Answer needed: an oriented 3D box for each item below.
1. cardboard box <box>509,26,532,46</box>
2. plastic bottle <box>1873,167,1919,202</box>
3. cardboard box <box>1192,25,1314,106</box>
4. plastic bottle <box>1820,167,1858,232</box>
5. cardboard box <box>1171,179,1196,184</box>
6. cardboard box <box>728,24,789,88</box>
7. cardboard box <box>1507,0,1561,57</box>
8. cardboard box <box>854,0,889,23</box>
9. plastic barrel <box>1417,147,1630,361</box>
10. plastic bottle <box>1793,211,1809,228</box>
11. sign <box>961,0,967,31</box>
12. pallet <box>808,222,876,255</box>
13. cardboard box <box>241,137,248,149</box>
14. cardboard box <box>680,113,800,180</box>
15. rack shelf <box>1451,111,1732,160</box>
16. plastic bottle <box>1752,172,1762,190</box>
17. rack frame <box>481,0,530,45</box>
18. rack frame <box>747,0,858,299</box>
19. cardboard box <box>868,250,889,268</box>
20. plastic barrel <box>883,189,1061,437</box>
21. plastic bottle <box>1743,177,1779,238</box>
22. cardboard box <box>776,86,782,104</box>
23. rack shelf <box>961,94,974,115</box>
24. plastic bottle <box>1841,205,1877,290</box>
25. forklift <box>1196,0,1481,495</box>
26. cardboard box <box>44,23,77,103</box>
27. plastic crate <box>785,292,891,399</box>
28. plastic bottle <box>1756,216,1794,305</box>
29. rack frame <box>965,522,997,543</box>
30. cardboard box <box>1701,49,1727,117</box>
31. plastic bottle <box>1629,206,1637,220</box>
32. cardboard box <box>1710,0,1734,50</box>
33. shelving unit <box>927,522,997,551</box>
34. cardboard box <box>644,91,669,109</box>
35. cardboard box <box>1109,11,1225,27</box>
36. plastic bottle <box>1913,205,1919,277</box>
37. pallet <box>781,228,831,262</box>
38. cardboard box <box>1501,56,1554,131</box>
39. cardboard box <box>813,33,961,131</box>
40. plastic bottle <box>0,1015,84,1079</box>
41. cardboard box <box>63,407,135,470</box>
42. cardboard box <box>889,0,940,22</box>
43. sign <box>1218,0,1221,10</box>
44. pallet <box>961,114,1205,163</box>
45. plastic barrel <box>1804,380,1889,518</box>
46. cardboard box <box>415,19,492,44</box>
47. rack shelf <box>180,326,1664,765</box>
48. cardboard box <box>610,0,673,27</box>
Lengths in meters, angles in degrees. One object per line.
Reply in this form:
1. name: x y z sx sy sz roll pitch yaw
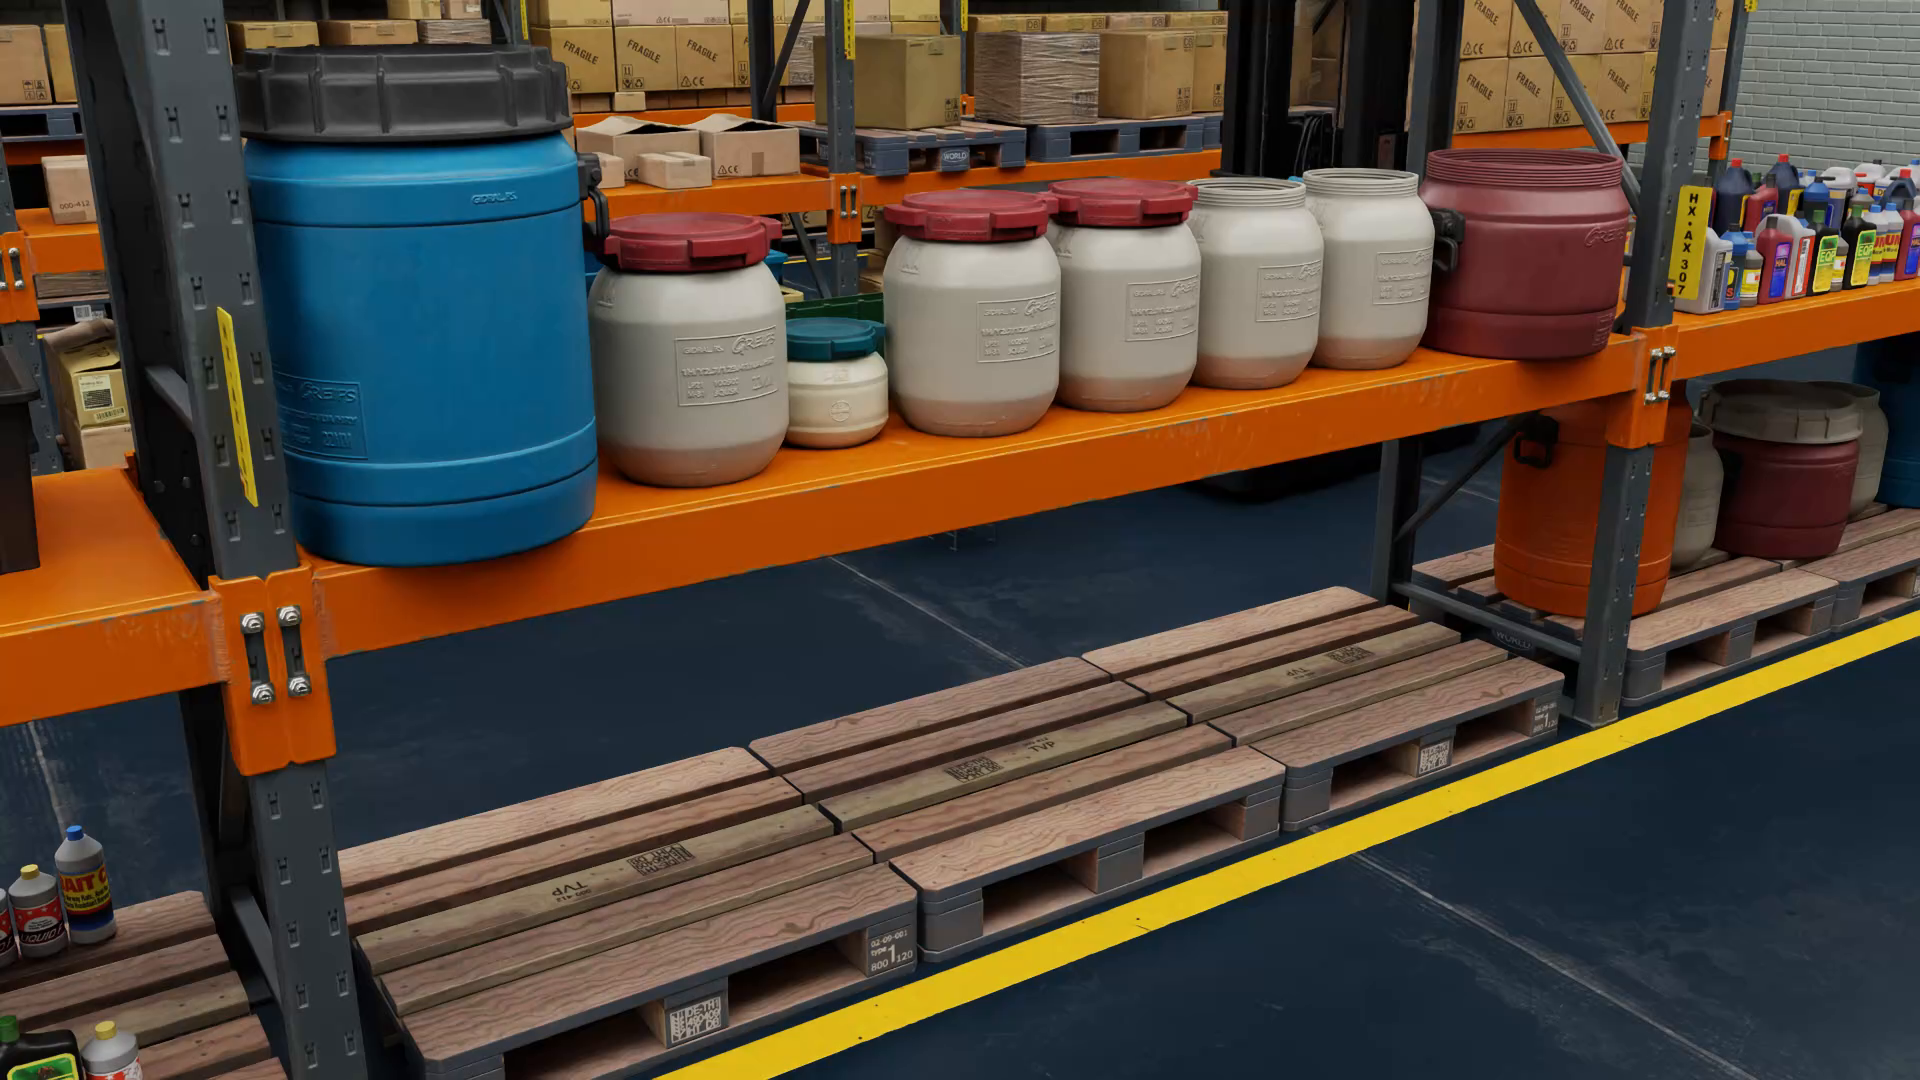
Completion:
1. cardboard box: -3.362 -3.945 13.580 0.500 0.500 0.500 -12 22 -31
2. plastic bottle: 3.892 -1.406 6.915 0.135 0.276 0.152 -12 22 -31
3. cardboard box: 1.938 -3.197 11.206 0.700 0.500 0.500 14 23 35
4. plastic bottle: 3.615 -1.406 6.915 0.135 0.276 0.152 -12 22 -31
5. cardboard box: 2.123 -3.780 16.989 0.500 0.500 0.700 -12 22 -32
6. cardboard box: -1.777 -4.080 13.976 0.500 0.500 0.500 -11 22 -30
7. cardboard box: 3.866 -3.684 11.742 0.500 0.500 0.500 -13 22 -33
8. cardboard box: -0.952 -4.613 14.385 0.500 0.250 0.500 -11 22 -30
9. plastic barrel: 1.616 -0.846 4.850 0.708 0.536 0.600 -12 22 -31
10. plastic bottle: 2.841 -0.984 5.672 0.097 0.271 0.097 0 19 0
11. sign: 0.036 -4.666 14.679 0.005 0.325 0.100 -12 22 -31
12. pallet: -0.874 -2.821 15.261 1.213 0.211 1.003 -12 22 -31
13. cardboard box: -3.134 -1.836 7.836 0.500 0.500 0.500 -10 21 -28
14. cardboard box: -1.212 -2.175 9.134 0.500 0.311 0.500 -10 21 -28
15. rack shelf: 4.127 -2.986 12.516 4.000 0.370 1.077 -12 22 -31
16. plastic bottle: 3.161 -1.332 6.682 0.133 0.283 0.061 -12 22 -31
17. rack frame: -3.611 -3.594 13.192 0.127 3.000 1.000 -12 22 -31
18. rack frame: -0.884 -2.270 9.275 0.127 3.000 1.000 -12 22 -31
19. cardboard box: -0.232 -1.521 10.278 0.500 0.500 0.500 -11 22 -29
20. plastic barrel: 0.029 -0.543 3.955 0.433 0.535 0.433 0 19 0
21. plastic bottle: 3.129 -1.269 6.498 0.133 0.283 0.061 -12 22 -31
22. cardboard box: -1.711 -3.798 14.156 0.250 0.149 0.380 -11 22 -30
23. rack shelf: 1.400 -4.310 16.433 4.000 0.370 1.077 -12 22 -31
24. plastic bottle: 3.093 -1.012 5.737 0.133 0.283 0.061 -12 22 -31
25. forklift: 2.112 -1.969 8.493 3.031 2.935 1.130 -15 24 -38
26. cardboard box: -6.037 -3.322 11.545 0.500 0.500 0.700 -9 21 -26
27. plastic crate: -0.204 -0.521 4.434 0.662 0.188 0.450 -12 22 -31
28. plastic bottle: 2.676 -0.924 5.477 0.133 0.283 0.061 -12 22 -31
29. rack frame: 0.092 -0.446 7.158 0.006 0.900 0.240 -12 22 -31
30. cardboard box: 5.573 -3.574 12.978 0.500 0.500 0.500 -11 22 -30
31. plastic bottle: 2.565 -1.193 6.291 0.097 0.271 0.097 0 19 0
32. cardboard box: 5.577 -4.048 12.817 0.500 0.500 0.500 -12 22 -32
33. shelving unit: 0.007 -0.428 7.105 0.210 0.900 0.258 -12 22 -31
34. cardboard box: -2.583 -3.624 13.642 0.250 0.149 0.380 -12 22 -32
35. cardboard box: 2.048 -4.922 16.651 0.700 0.700 0.980 -12 22 -32
36. plastic bottle: 3.453 -1.089 5.984 0.097 0.271 0.097 0 19 0
37. pallet: -1.893 -2.605 14.621 1.213 0.211 1.003 -12 22 -31
38. cardboard box: 3.877 -3.217 11.921 0.500 0.500 0.500 -12 22 -32
39. cardboard box: -0.420 -2.657 9.609 0.700 0.500 0.500 14 23 35
40. plastic bottle: -1.724 1.012 3.123 0.133 0.283 0.061 -11 21 -29
41. cardboard box: -3.751 -0.466 7.578 0.500 0.250 0.500 -13 22 -33
42. cardboard box: -0.520 -4.701 14.643 0.500 0.250 0.500 -11 22 -30
43. sign: 2.770 -5.600 17.651 0.005 0.325 0.100 -12 22 -31
44. pallet: 0.738 -2.522 10.322 1.213 0.211 1.003 -12 22 -31
45. plastic barrel: 3.602 -0.377 6.907 0.421 0.512 0.421 0 19 0
46. cardboard box: -3.998 -3.764 12.853 0.500 0.500 0.700 -15 24 -38
47. rack shelf: 0.167 -0.251 4.427 4.000 0.370 1.077 -12 22 -31
48. cardboard box: -2.642 -4.253 13.318 0.500 0.250 0.500 -12 22 -32
